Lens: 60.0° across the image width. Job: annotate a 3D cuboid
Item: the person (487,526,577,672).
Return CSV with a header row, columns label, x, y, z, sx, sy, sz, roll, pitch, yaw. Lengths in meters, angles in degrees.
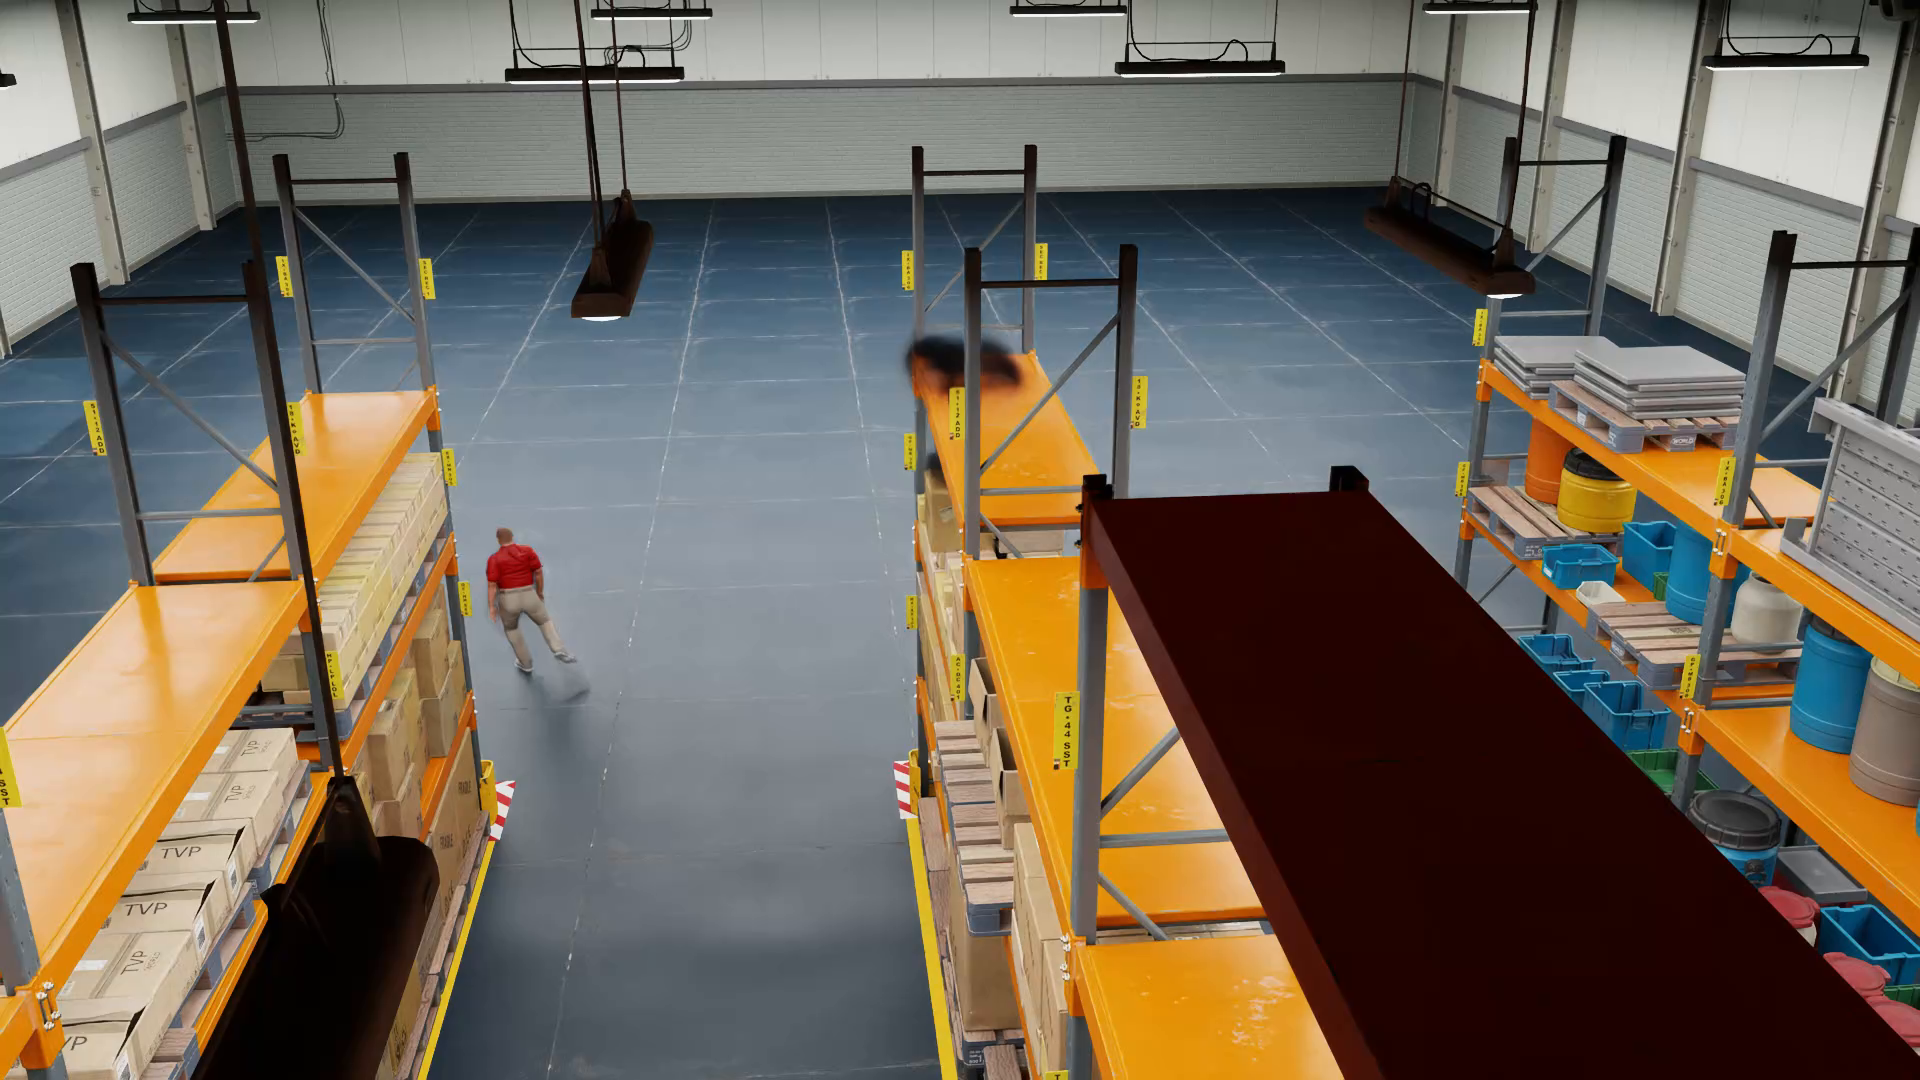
label,x,y,z,sx,sy,sz,roll,pitch,yaw
person,-4.595,0.641,17.732,0.823,1.658,0.594,-11,24,-25
